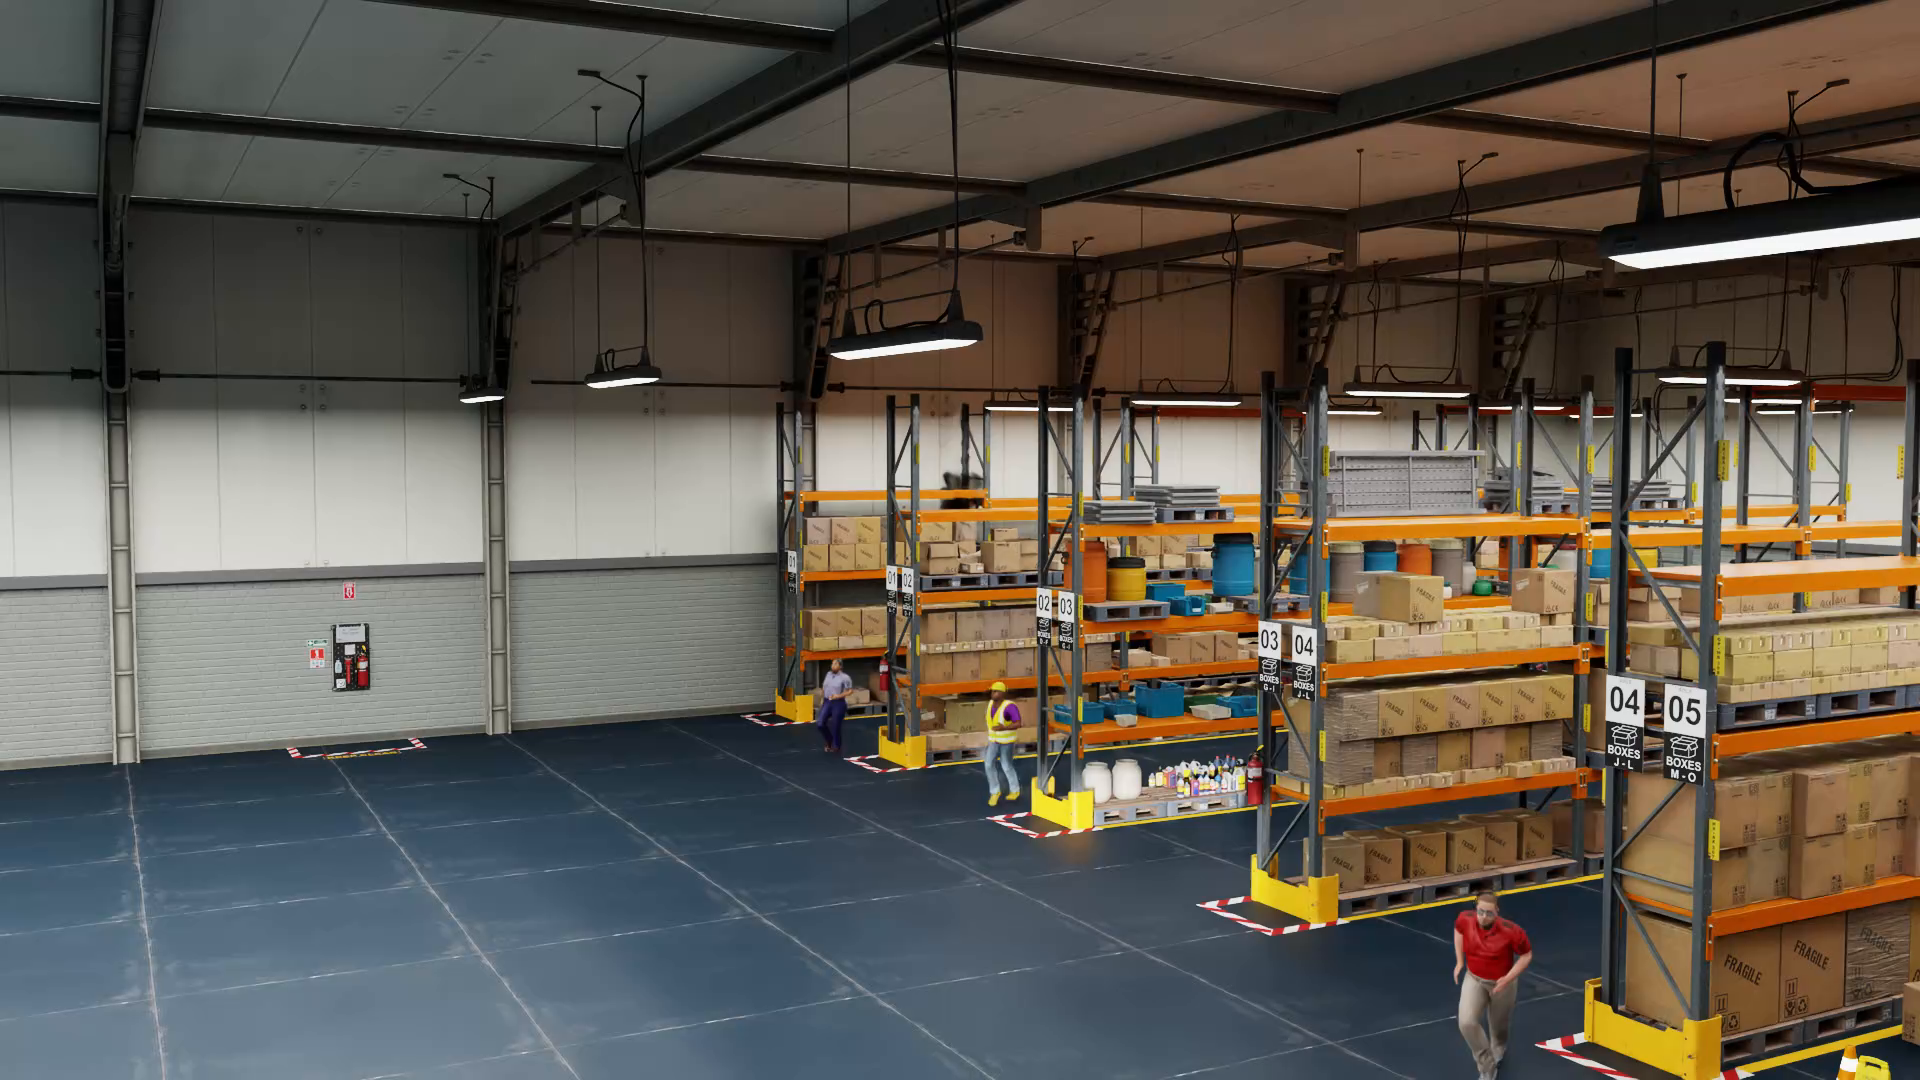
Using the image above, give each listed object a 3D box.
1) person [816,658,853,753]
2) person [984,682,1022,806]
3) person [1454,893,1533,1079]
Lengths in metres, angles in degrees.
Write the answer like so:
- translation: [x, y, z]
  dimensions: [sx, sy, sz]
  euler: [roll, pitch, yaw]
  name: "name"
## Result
- translation: [-2.080, 2.765, 27.669]
  dimensions: [0.625, 1.607, 0.529]
  euler: [2, 4, 28]
  name: "person"
- translation: [0.622, 2.944, 23.935]
  dimensions: [0.699, 1.822, 0.735]
  euler: [3, 4, 39]
  name: "person"
- translation: [4.366, 3.621, 13.565]
  dimensions: [0.648, 1.655, 0.947]
  euler: [2, 4, 31]
  name: "person"
